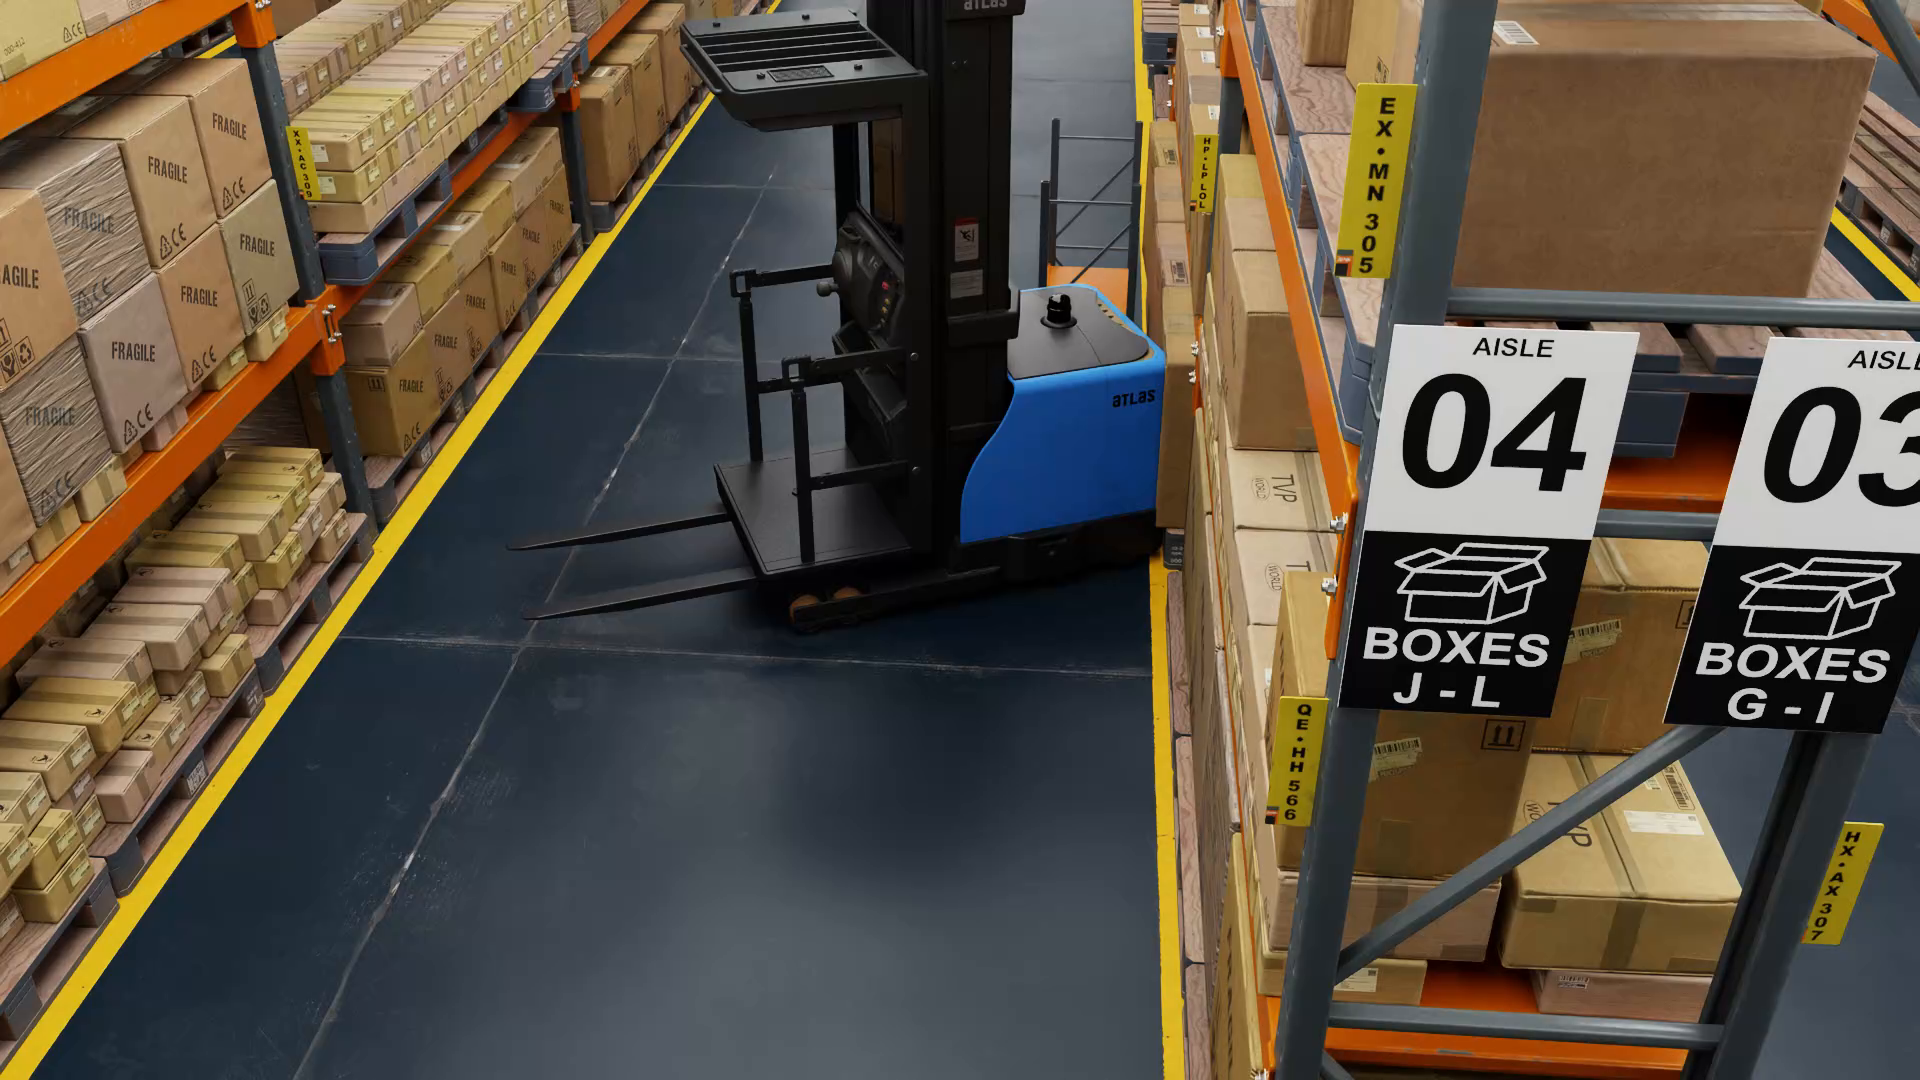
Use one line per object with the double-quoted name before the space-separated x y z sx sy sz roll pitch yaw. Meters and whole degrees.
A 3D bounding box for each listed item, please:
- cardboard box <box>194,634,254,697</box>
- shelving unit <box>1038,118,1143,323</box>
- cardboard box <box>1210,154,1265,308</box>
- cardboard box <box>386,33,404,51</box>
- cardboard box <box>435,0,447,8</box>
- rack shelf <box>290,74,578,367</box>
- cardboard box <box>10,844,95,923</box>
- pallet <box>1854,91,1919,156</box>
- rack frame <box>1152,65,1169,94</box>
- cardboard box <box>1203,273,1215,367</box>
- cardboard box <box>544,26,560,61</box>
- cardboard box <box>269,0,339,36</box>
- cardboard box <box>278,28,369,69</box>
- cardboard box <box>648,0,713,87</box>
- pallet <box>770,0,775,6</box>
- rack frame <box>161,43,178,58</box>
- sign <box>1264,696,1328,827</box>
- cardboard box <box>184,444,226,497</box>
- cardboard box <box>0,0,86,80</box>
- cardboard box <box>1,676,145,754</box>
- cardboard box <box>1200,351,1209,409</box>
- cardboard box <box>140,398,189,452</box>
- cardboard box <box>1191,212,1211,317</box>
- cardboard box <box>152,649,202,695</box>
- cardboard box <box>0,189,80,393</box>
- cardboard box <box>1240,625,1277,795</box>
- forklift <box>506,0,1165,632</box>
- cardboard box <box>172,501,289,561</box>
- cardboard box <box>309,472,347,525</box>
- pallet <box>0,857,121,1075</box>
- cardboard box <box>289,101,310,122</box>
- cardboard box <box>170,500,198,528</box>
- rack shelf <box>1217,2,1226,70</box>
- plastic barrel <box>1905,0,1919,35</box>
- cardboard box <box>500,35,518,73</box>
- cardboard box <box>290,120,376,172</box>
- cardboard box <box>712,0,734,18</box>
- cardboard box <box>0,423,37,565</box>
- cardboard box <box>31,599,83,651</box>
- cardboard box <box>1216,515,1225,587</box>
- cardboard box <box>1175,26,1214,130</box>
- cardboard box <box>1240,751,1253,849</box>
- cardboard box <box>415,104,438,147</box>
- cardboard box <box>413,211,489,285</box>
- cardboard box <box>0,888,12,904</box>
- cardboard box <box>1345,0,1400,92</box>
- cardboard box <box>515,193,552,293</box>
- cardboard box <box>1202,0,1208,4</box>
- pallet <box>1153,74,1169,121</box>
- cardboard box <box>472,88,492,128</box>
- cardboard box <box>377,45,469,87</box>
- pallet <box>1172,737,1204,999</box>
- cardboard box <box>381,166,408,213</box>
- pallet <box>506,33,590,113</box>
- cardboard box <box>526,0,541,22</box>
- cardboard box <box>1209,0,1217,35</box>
"cardboard box" -3.170 0.511 6.879 0.380 0.149 0.250 2 32 4
"shelving unit" 0.704 -1.397 9.088 0.587 1.500 1.083 3 32 5
"cardboard box" 1.248 -1.162 6.422 0.500 0.500 0.500 2 32 4
"cardboard box" -3.387 -2.787 9.468 0.380 0.149 0.250 3 32 4
"cardboard box" -3.318 -3.327 10.062 0.380 0.149 0.250 2 32 3
"rack shelf" -3.230 -2.024 9.361 1.077 0.370 4.000 2 32 4
"cardboard box" -3.274 1.182 5.790 0.380 0.149 0.250 3 32 5
"pallet" 7.105 -3.392 13.553 1.003 0.211 1.213 2 32 4
"rack frame" 2.193 -5.203 13.834 1.000 3.000 0.127 2 32 4
"cardboard box" 1.243 -0.848 6.627 0.500 0.250 0.500 2 32 3
"cardboard box" -2.672 -3.041 10.164 0.380 0.149 0.250 2 32 4
"cardboard box" -5.907 -4.824 14.880 0.500 0.500 0.500 2 32 4
"cardboard box" -3.428 -2.650 8.964 0.380 0.149 0.250 2 32 3
"cardboard box" -2.703 -4.360 14.210 1.050 0.750 0.750 2 32 4
"pallet" -2.403 -5.951 17.705 1.003 0.211 1.213 2 32 4
"rack frame" -7.684 -5.626 14.521 1.000 3.000 0.127 2 32 4
"sign" 0.677 0.448 3.335 0.100 0.325 0.005 2 32 4
"cardboard box" -3.628 -0.332 7.679 0.380 0.149 0.250 4 32 6
"cardboard box" -3.257 -1.703 5.439 0.500 0.250 0.500 2 32 3
"cardboard box" -3.250 0.640 6.102 0.380 0.149 0.250 3 32 5
"cardboard box" 1.165 -0.635 6.661 0.380 0.149 0.250 1 32 2
"cardboard box" -3.215 -0.465 6.384 0.380 0.149 0.250 1 32 2
"cardboard box" 1.308 -1.319 7.435 0.500 0.500 0.500 3 32 4
"cardboard box" -3.277 0.485 6.637 0.380 0.149 0.250 1 32 2
"cardboard box" -3.280 -0.813 5.378 0.500 0.500 0.500 1 32 2
"cardboard box" 1.033 0.479 4.473 0.500 0.250 0.500 2 32 3
"forklift" -0.591 -1.140 7.306 3.031 2.935 1.130 -10 33 -16
"cardboard box" -3.157 -0.040 7.206 0.380 0.149 0.250 2 32 4
"cardboard box" -3.102 -0.198 7.746 0.380 0.149 0.250 3 32 5
"pallet" -3.611 1.531 5.564 1.003 0.211 1.213 2 32 4
"cardboard box" -3.496 -2.110 8.371 0.380 0.149 0.250 1 32 2
"cardboard box" -3.673 -0.064 7.529 0.380 0.149 0.250 3 32 4
"rack shelf" 1.705 -3.036 8.145 1.077 0.370 4.000 2 32 4
"plastic barrel" 6.709 -3.715 11.312 0.421 0.512 0.421 0 32 0
"cardboard box" -2.736 -2.759 9.423 0.380 0.149 0.250 2 32 4
"cardboard box" -2.903 -1.796 7.577 0.380 0.149 0.250 4 32 6
"cardboard box" -2.621 -5.068 15.239 0.875 0.875 0.875 3 32 5
"cardboard box" -3.336 -0.122 5.210 0.500 0.500 0.500 3 32 5
"cardboard box" -3.721 0.357 6.561 0.380 0.149 0.250 1 32 2
"cardboard box" 1.061 0.043 5.561 0.380 0.149 0.250 2 32 3
"cardboard box" 1.517 -2.642 9.582 0.500 0.500 0.500 2 32 3
"cardboard box" 0.958 0.711 4.477 0.380 0.149 0.250 3 32 4
"cardboard box" -2.842 -2.076 8.315 0.380 0.149 0.250 1 32 2
"cardboard box" -2.983 -1.639 9.317 0.500 0.250 0.500 4 32 6
"cardboard box" -3.410 1.180 5.510 0.380 0.149 0.250 3 32 5
"cardboard box" 1.365 -1.305 4.058 0.700 0.500 0.500 0 32 1
"cardboard box" -2.907 -1.864 10.398 0.500 0.500 0.500 4 32 6
"cardboard box" 1.872 -3.617 10.764 0.500 0.500 0.500 -1 32 -2
"pallet" 2.131 -3.609 13.905 1.003 0.211 1.213 2 32 4
"cardboard box" -2.778 -2.357 9.055 0.380 0.149 0.250 1 32 2
"cardboard box" -2.799 -2.472 8.675 0.380 0.149 0.250 4 32 6
"pallet" 1.305 1.201 6.100 1.003 0.211 1.213 2 32 4
"cardboard box" -2.886 -1.688 7.969 0.380 0.149 0.250 3 32 5
"pallet" -3.019 -2.917 10.308 1.213 0.211 1.003 2 32 4
"cardboard box" -2.695 -3.157 9.786 0.380 0.149 0.250 3 32 5
"cardboard box" 1.792 -3.199 9.531 0.797 0.503 0.637 3 32 6
